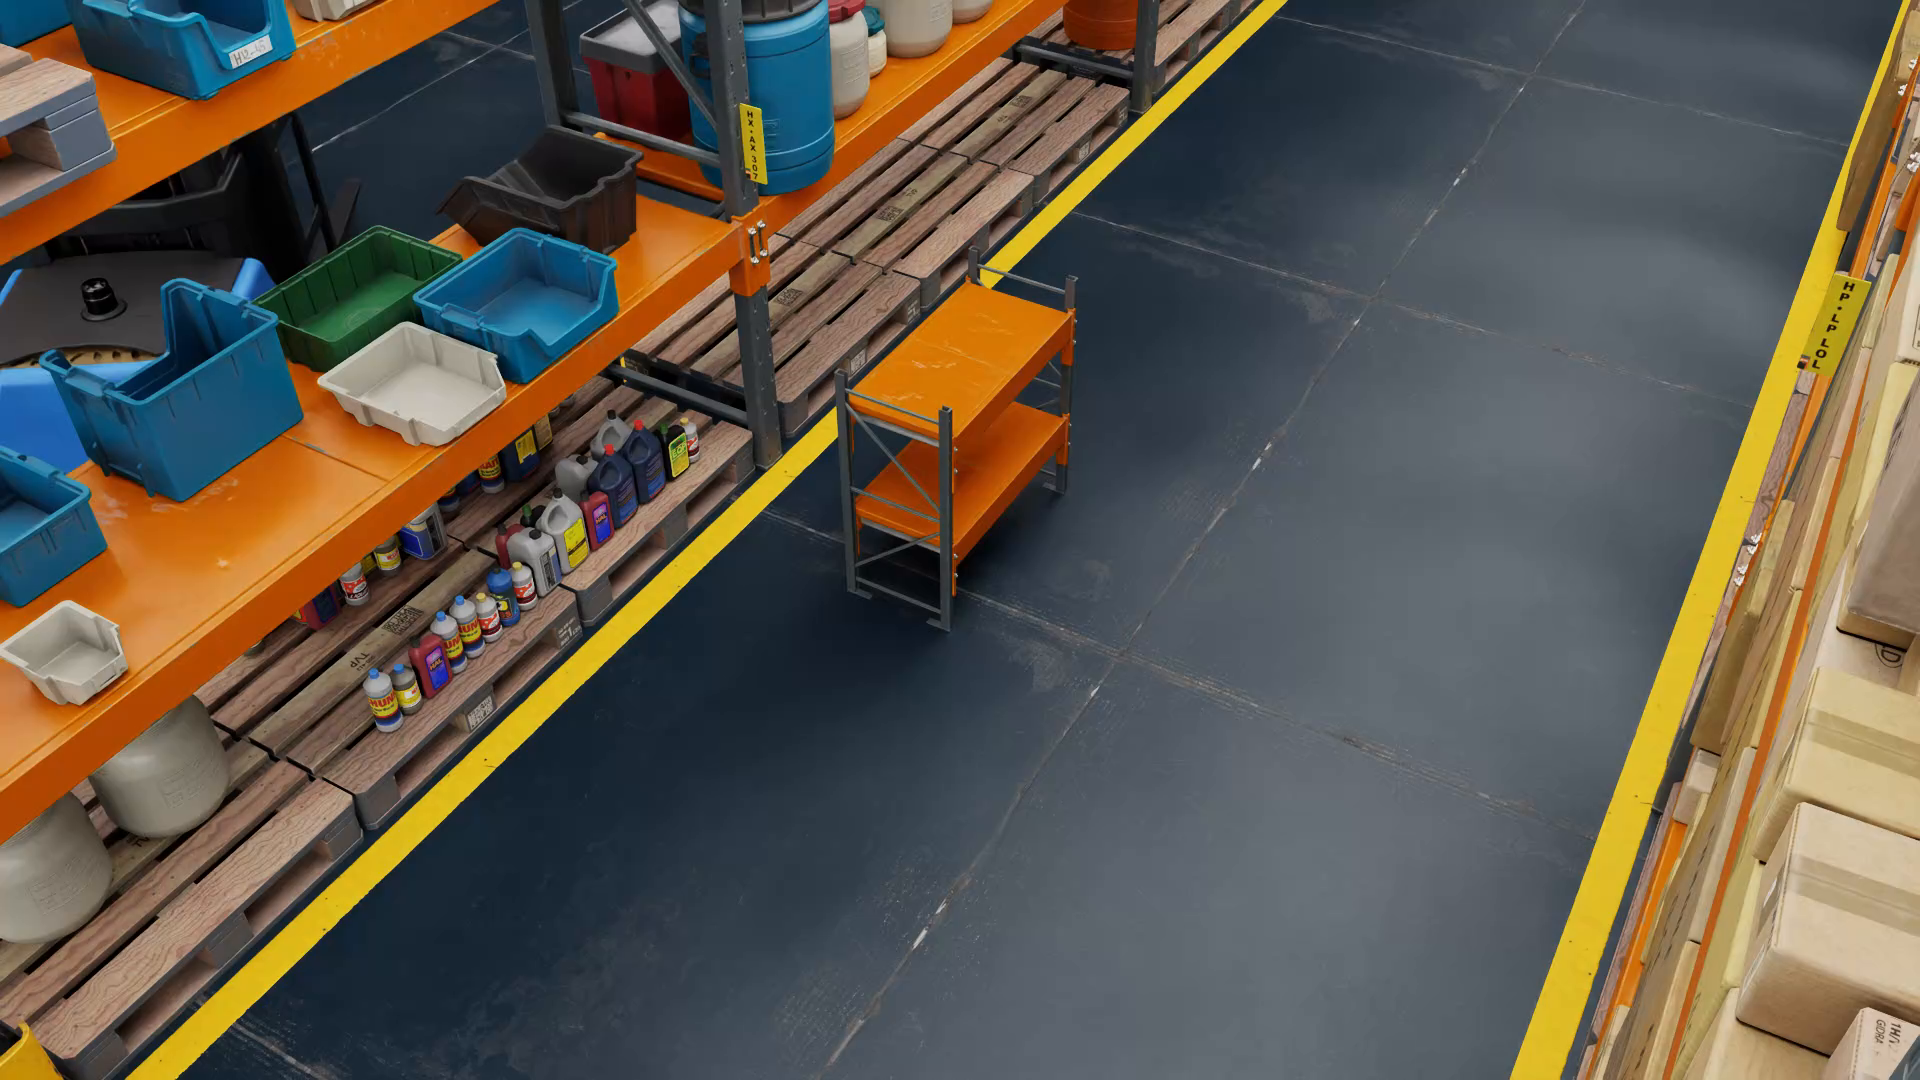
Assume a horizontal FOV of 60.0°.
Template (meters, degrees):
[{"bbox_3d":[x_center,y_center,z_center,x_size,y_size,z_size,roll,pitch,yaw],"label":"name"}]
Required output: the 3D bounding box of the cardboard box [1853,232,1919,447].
[{"bbox_3d":[2.041,-0.313,3.179,0.500,0.250,0.500,19,45,20],"label":"cardboard box"}]

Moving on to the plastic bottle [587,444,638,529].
[{"bbox_3d":[-1.451,-0.237,6.921,0.144,0.351,0.185,19,45,20],"label":"plastic bottle"}]

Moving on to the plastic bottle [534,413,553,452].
[{"bbox_3d":[-1.867,-0.519,7.292,0.061,0.283,0.133,21,45,22],"label":"plastic bottle"}]

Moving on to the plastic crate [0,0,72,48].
[{"bbox_3d":[-2.590,-1.661,4.609,0.392,0.384,0.575,21,45,22],"label":"plastic crate"}]

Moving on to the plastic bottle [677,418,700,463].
[{"bbox_3d":[-1.194,-0.444,7.269,0.097,0.201,0.097,0,41,0],"label":"plastic bottle"}]

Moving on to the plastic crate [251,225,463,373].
[{"bbox_3d":[-2.206,-0.877,6.136,0.450,0.188,0.662,21,45,22],"label":"plastic crate"}]

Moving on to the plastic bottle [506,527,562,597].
[{"bbox_3d":[-1.698,0.068,6.631,0.152,0.276,0.135,22,46,23],"label":"plastic bottle"}]

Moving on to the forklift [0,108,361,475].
[{"bbox_3d":[-3.510,-1.919,7.211,1.130,2.935,3.031,-4,41,-4],"label":"forklift"}]

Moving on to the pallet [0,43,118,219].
[{"bbox_3d":[-2.785,-0.847,3.815,1.003,0.211,1.213,21,45,22],"label":"pallet"}]

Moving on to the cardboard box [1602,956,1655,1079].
[{"bbox_3d":[1.737,1.235,3.277,0.875,0.500,0.500,21,45,22],"label":"cardboard box"}]

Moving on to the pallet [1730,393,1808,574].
[{"bbox_3d":[4.004,-0.102,7.206,1.003,0.211,1.213,21,45,22],"label":"pallet"}]

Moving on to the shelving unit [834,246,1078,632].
[{"bbox_3d":[0.003,-0.426,6.883,0.538,1.125,1.048,21,45,22],"label":"shelving unit"}]

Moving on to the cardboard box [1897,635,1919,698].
[{"bbox_3d":[1.483,0.251,2.237,0.380,0.149,0.250,21,46,23],"label":"cardboard box"}]

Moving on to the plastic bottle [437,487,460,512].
[{"bbox_3d":[-2.181,-0.251,6.997,0.097,0.271,0.097,0,41,0],"label":"plastic bottle"}]

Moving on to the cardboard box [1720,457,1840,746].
[{"bbox_3d":[2.061,0.220,3.673,0.500,0.500,0.500,21,45,22],"label":"cardboard box"}]

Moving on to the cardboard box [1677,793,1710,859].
[{"bbox_3d":[2.034,0.840,4.217,0.380,0.149,0.250,21,45,22],"label":"cardboard box"}]

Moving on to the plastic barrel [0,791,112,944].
[{"bbox_3d":[-3.021,1.024,5.383,0.421,0.512,0.421,0,41,0],"label":"plastic barrel"}]

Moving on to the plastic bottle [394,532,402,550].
[{"bbox_3d":[-2.353,-0.135,6.805,0.144,0.351,0.185,21,45,22],"label":"plastic bottle"}]

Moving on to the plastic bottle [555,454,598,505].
[{"bbox_3d":[-1.592,-0.243,6.985,0.152,0.276,0.135,21,45,22],"label":"plastic bottle"}]

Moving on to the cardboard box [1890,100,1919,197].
[{"bbox_3d":[3.970,-1.509,6.489,0.500,0.250,0.500,20,45,21],"label":"cardboard box"}]

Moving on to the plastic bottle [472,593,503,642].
[{"bbox_3d":[-1.836,0.290,6.436,0.097,0.201,0.097,0,41,0],"label":"plastic bottle"}]

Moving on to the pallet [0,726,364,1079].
[{"bbox_3d":[-2.876,1.174,5.757,1.003,0.211,1.213,21,45,22],"label":"pallet"}]

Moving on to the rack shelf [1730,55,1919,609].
[{"bbox_3d":[4.007,-0.876,6.519,1.077,0.370,4.000,21,45,22],"label":"rack shelf"}]

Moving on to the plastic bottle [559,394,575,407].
[{"bbox_3d":[-1.821,-0.743,7.556,0.097,0.271,0.097,0,41,0],"label":"plastic bottle"}]

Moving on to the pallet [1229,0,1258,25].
[{"bbox_3d":[1.689,-4.042,11.680,1.003,0.211,1.213,21,45,22],"label":"pallet"}]

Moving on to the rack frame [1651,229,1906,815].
[{"bbox_3d":[3.006,-0.001,4.982,1.000,3.000,0.127,21,45,22],"label":"rack frame"}]

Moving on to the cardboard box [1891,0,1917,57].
[{"bbox_3d":[6.260,-3.055,9.739,1.225,0.875,0.875,19,45,21],"label":"cardboard box"}]

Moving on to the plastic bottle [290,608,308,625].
[{"bbox_3d":[-2.595,0.175,6.509,0.152,0.276,0.135,21,46,22],"label":"plastic bottle"}]

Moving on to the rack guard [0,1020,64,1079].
[{"bbox_3d":[-3.287,1.528,5.136,1.175,0.500,0.348,21,45,22],"label":"rack guard"}]

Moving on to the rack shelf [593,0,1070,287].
[{"bbox_3d":[-0.282,-2.514,8.379,1.077,0.370,4.000,21,45,22],"label":"rack shelf"}]

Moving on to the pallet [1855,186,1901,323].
[{"bbox_3d":[4.052,-1.072,6.343,1.003,0.211,1.213,21,45,22],"label":"pallet"}]

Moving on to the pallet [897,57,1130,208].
[{"bbox_3d":[0.298,-2.451,9.874,1.003,0.211,1.213,21,45,22],"label":"pallet"}]

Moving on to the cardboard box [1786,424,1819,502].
[{"bbox_3d":[2.727,0.086,4.581,0.875,0.500,0.500,21,45,22],"label":"cardboard box"}]

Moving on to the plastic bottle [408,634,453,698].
[{"bbox_3d":[-1.978,0.446,6.197,0.061,0.283,0.133,22,46,23],"label":"plastic bottle"}]

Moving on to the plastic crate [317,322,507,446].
[{"bbox_3d":[-1.876,-0.528,5.779,0.530,0.136,0.437,21,45,22],"label":"plastic crate"}]

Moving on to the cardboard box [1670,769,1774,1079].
[{"bbox_3d":[1.273,0.571,2.175,0.500,0.250,0.500,21,46,22],"label":"cardboard box"}]

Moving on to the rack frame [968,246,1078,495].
[{"bbox_3d":[0.258,-0.717,7.213,0.500,1.125,0.032,21,45,22],"label":"rack frame"}]

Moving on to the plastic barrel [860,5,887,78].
[{"bbox_3d":[-0.487,-2.294,7.690,0.301,0.262,0.301,0,41,0],"label":"plastic barrel"}]

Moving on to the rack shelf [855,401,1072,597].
[{"bbox_3d":[0.003,-0.243,7.044,0.538,0.278,1.000,21,45,22],"label":"rack shelf"}]

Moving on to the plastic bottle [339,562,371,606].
[{"bbox_3d":[-2.408,0.155,6.589,0.097,0.201,0.097,0,41,0],"label":"plastic bottle"}]

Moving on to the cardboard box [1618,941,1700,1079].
[{"bbox_3d":[1.311,1.079,2.698,0.500,0.500,0.500,21,45,22],"label":"cardboard box"}]

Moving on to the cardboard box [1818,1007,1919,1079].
[{"bbox_3d":[1.105,0.696,1.732,0.380,0.149,0.250,19,45,21],"label":"cardboard box"}]
